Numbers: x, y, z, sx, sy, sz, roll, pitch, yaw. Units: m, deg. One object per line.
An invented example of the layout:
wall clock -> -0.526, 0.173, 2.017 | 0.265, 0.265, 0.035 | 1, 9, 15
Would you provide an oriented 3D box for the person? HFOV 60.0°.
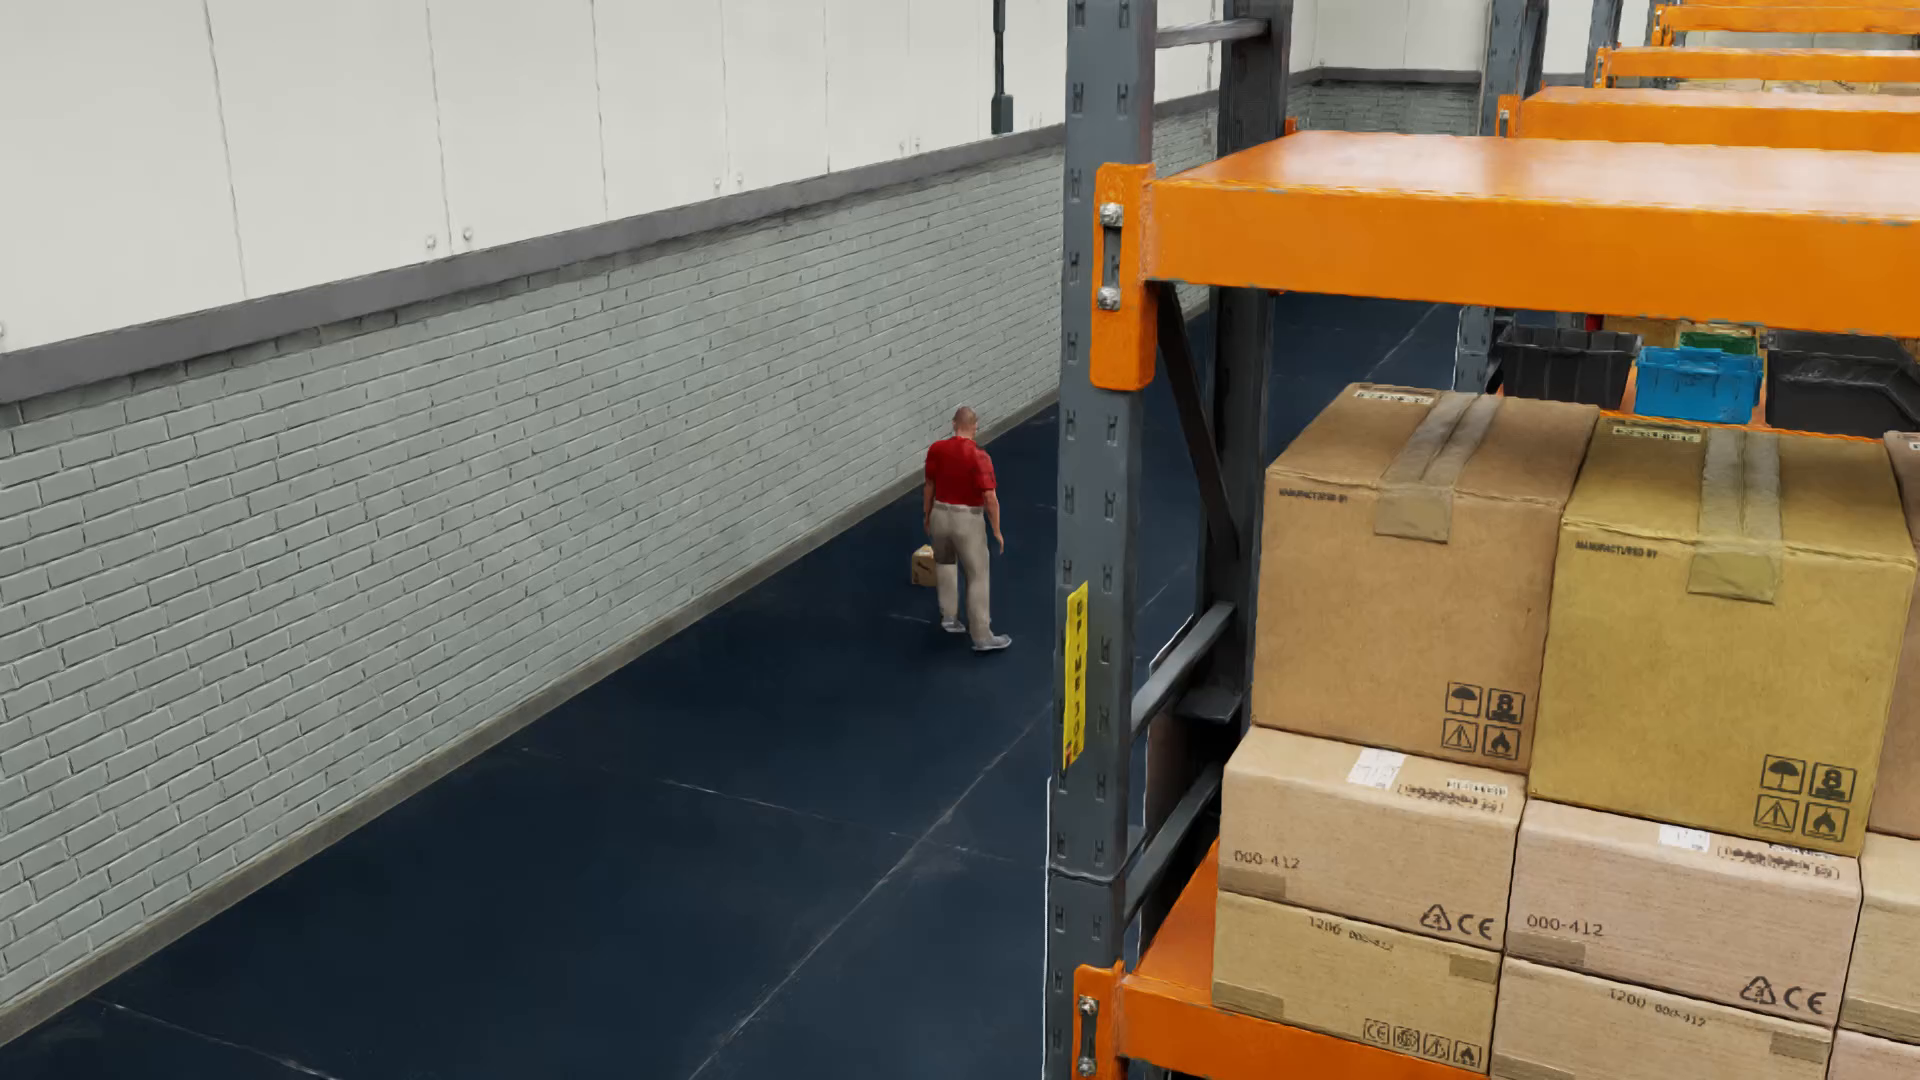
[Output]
person -> 0.022, -0.092, 11.803 | 0.726, 1.711, 0.412 | 11, 22, 28
